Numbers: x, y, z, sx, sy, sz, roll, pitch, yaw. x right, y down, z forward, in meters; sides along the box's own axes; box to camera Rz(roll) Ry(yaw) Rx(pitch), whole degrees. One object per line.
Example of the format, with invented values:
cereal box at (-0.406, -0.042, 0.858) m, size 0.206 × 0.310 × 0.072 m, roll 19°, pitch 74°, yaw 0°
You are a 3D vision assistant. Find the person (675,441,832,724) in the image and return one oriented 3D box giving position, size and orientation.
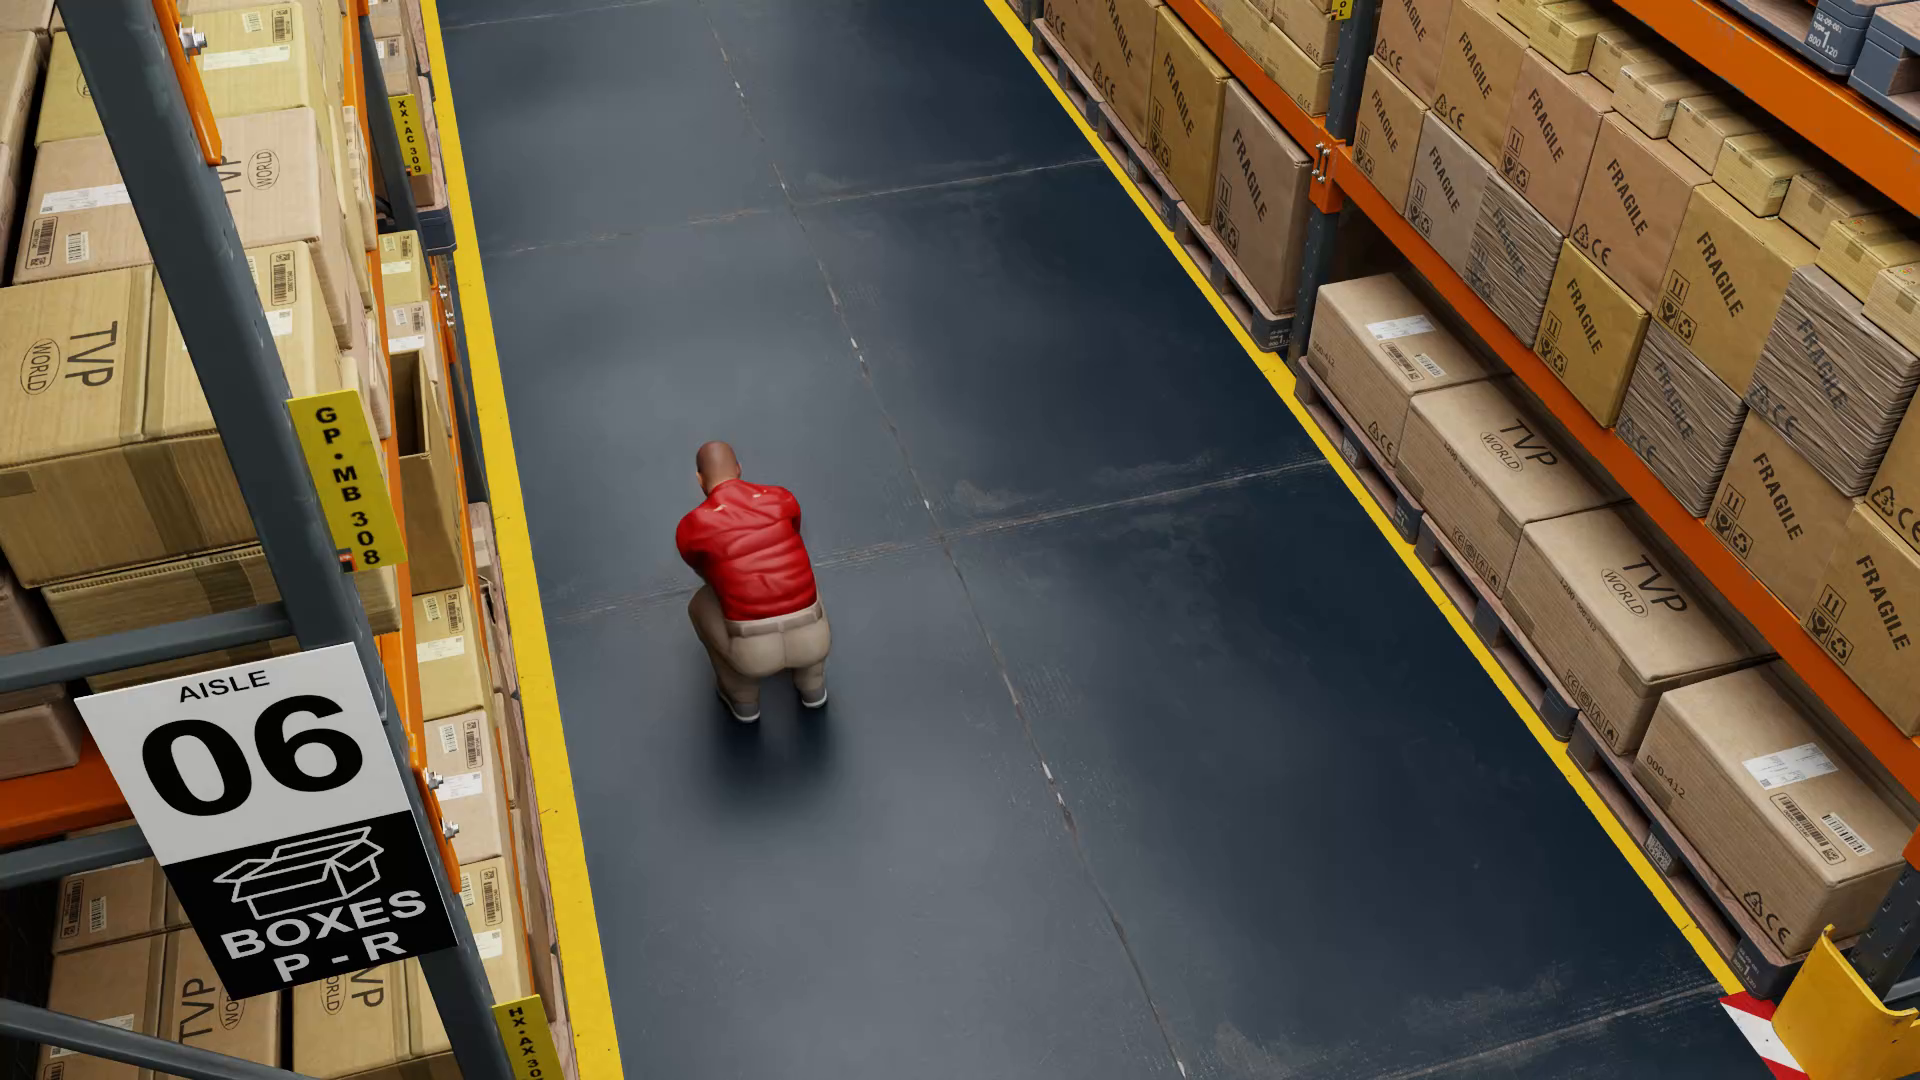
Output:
person at (-0.821, 0.155, 6.567) m, size 0.529 × 0.987 × 0.886 m, roll -13°, pitch 43°, yaw -14°
